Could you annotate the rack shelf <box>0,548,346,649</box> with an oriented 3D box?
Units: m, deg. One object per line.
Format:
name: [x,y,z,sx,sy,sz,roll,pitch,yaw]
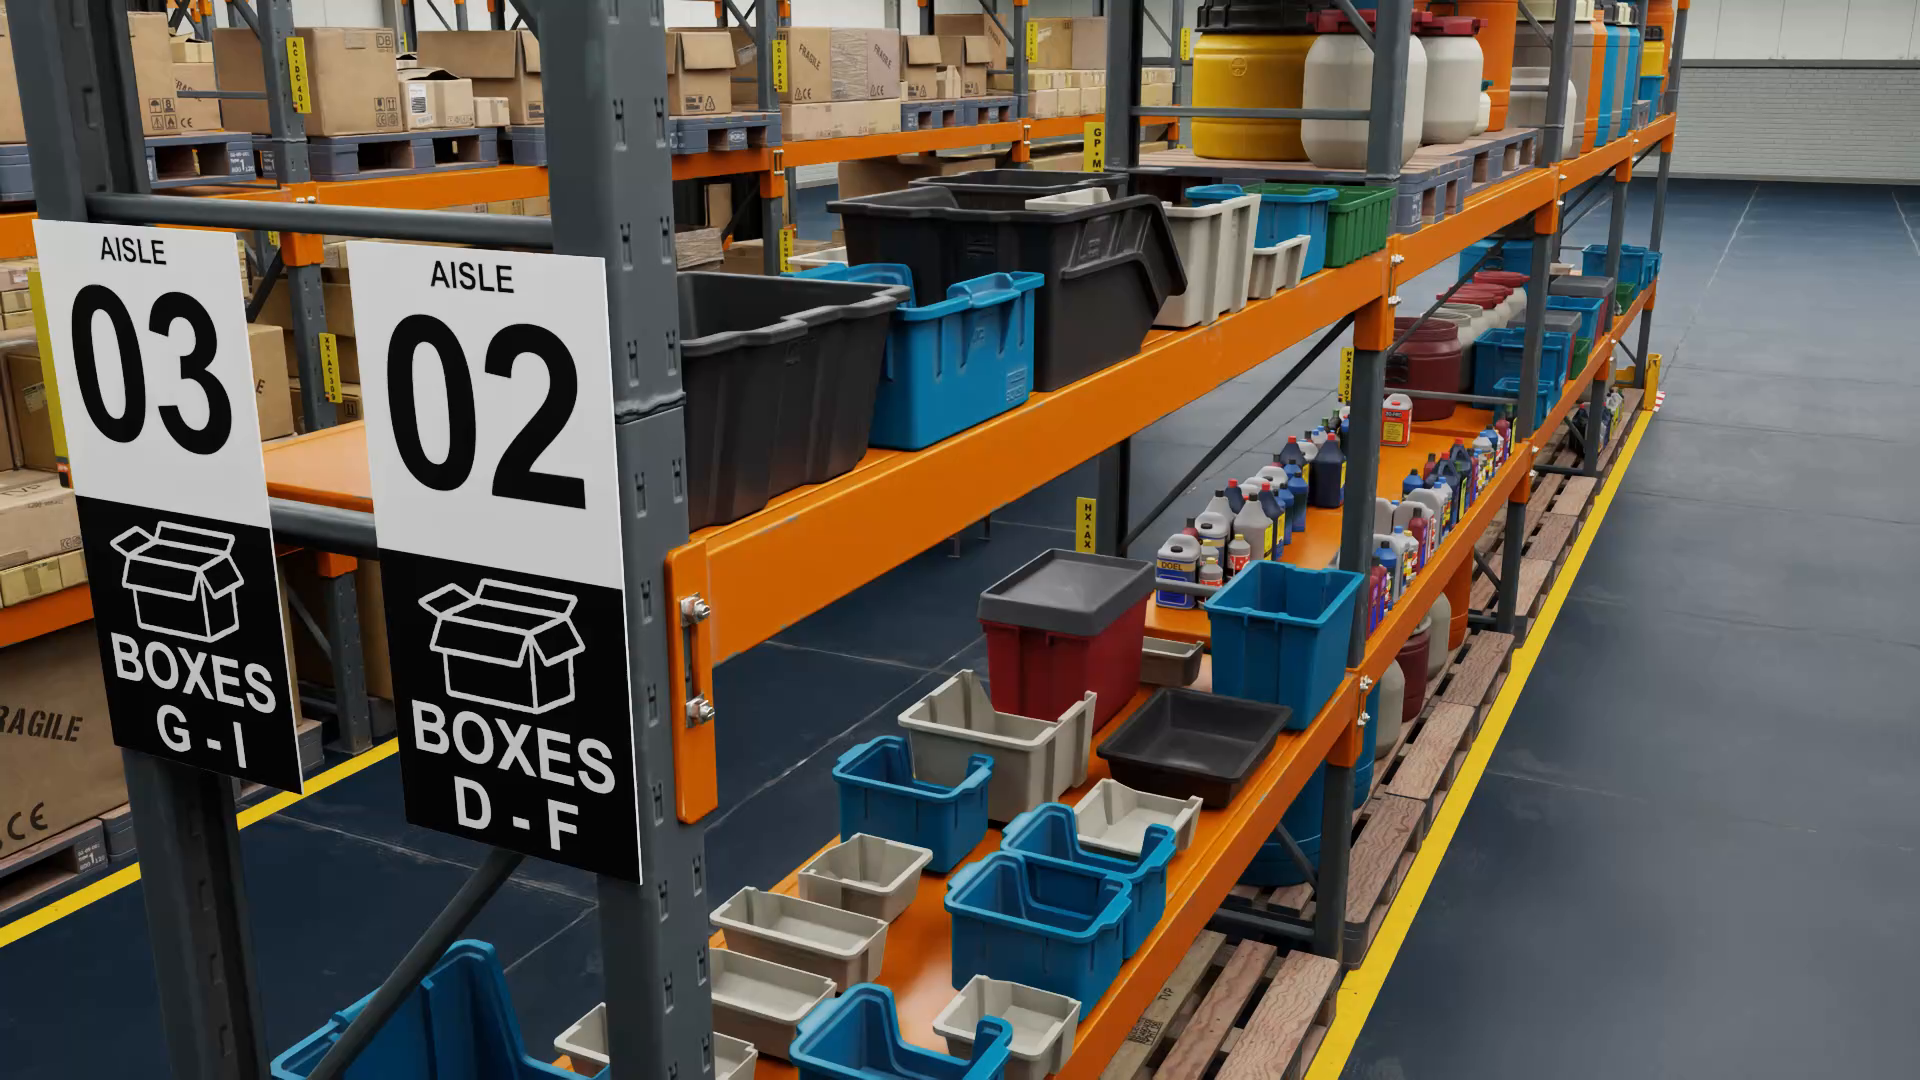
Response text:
rack shelf: [-4.350,0.429,6.575,1.077,0.370,4.000,8,18,25]

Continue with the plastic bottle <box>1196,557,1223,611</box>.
plastic bottle: [0.981,0.170,6.533,0.097,0.201,0.097,0,17,0]

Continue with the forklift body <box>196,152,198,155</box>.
forklift body: [-10.617,-4.251,22.560,2.313,2.155,1.214,8,18,25]

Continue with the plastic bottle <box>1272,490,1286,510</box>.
plastic bottle: [1.370,-0.085,7.269,0.097,0.271,0.097,0,17,0]

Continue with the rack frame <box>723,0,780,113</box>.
rack frame: [-1.669,-4.320,10.764,1.000,3.000,0.127,8,18,25]

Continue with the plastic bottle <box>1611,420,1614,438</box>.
plastic bottle: [5.513,-0.972,14.172,0.097,0.201,0.097,0,17,0]

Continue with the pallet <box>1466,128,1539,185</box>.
pallet: [2.333,-1.979,8.482,1.003,0.211,1.213,8,18,25]

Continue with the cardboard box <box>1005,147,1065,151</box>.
cardboard box: [0.746,-3.664,16.638,0.500,0.500,0.500,8,18,25]

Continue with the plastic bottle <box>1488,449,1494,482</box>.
plastic bottle: [2.661,-0.401,8.456,0.097,0.201,0.097,0,17,0]

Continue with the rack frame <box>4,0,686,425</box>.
rack frame: [-0.813,-1.652,1.782,1.000,3.000,0.127,8,18,25]

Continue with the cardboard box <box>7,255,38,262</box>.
cardboard box: [-7.027,-2.039,12.279,0.380,0.149,0.250,9,19,27]

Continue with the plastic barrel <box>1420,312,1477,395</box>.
plastic barrel: [3.030,-1.157,10.454,0.421,0.512,0.421,0,17,0]

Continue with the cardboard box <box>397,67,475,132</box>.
cardboard box: [-2.886,-2.290,8.616,0.500,0.311,0.500,7,18,23]

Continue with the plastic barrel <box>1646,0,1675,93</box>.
plastic barrel: [6.233,-4.557,15.338,0.600,0.830,0.708,8,18,25]

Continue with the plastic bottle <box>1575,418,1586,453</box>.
plastic bottle: [5.108,-0.866,13.671,0.061,0.283,0.133,8,18,25]

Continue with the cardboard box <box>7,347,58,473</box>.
cardboard box: [-3.650,-0.577,7.123,0.500,0.500,0.500,8,18,26]

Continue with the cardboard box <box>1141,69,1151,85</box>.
cardboard box: [1.724,-4.727,16.965,0.380,0.149,0.250,8,18,26]

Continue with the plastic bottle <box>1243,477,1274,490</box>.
plastic bottle: [1.310,-0.133,7.422,0.152,0.276,0.135,8,18,25]

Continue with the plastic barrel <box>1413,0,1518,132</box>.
plastic barrel: [2.506,-2.515,8.463,0.600,0.830,0.708,8,18,25]

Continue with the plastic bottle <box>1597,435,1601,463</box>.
plastic bottle: [5.084,-0.761,13.338,0.097,0.271,0.097,0,17,0]

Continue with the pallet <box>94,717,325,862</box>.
pallet: [-3.866,1.095,7.966,1.003,0.211,1.213,8,18,25]

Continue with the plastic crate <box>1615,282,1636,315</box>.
plastic crate: [5.408,-2.041,14.000,0.450,0.188,0.662,8,18,25]

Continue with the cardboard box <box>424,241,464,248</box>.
cardboard box: [-4.944,-2.614,15.380,0.500,0.500,0.500,8,18,25]

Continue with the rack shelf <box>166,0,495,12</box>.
rack shelf: [-5.168,-4.950,14.850,1.077,0.370,4.000,8,18,25]

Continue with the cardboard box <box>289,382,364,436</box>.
cardboard box: [-3.027,-0.559,8.461,0.500,0.500,0.500,8,18,26]

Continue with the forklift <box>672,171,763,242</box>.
forklift: [-2.439,-2.317,14.676,3.031,2.935,1.130,14,21,38]

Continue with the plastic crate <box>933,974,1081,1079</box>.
plastic crate: [0.113,1.056,3.557,0.250,0.136,0.298,8,18,25]

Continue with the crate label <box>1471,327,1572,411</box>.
crate label: [3.448,-1.050,10.228,0.502,0.435,0.616,8,18,25]

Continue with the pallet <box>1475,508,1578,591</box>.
pallet: [3.689,0.021,11.584,1.003,0.211,1.213,8,18,25]

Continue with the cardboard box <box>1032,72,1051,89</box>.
cardboard box: [0.597,-4.140,14.990,0.380,0.149,0.250,7,18,23]

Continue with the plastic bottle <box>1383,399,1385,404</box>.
plastic bottle: [2.279,-0.685,9.282,0.152,0.276,0.135,8,18,25]

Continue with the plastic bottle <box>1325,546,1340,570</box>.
plastic bottle: [1.440,0.170,6.271,0.144,0.351,0.185,8,18,25]

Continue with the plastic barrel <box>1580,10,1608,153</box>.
plastic barrel: [3.615,-2.806,10.181,0.600,0.830,0.708,8,18,25]

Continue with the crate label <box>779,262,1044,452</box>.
crate label: [-0.111,-0.337,2.883,0.408,0.251,0.502,8,18,25]

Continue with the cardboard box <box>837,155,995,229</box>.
cardboard box: [-0.362,-2.767,14.282,1.000,1.000,1.000,8,18,26]

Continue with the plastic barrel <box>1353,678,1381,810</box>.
plastic barrel: [1.549,0.693,7.372,0.600,0.901,0.708,8,18,25]

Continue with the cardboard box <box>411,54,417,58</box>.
cardboard box: [-4.860,-4.290,15.174,0.500,0.311,0.500,7,18,23]

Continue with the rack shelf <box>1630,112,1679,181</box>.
rack shelf: [5.443,-3.435,14.317,1.077,0.370,4.000,8,18,25]

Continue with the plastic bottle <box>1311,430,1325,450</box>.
plastic bottle: [1.790,-0.422,8.402,0.097,0.271,0.097,0,17,0]

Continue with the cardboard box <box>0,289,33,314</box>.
cardboard box: [-6.679,-1.682,11.601,0.380,0.149,0.250,8,18,24]

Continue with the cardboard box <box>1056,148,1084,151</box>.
cardboard box: [1.206,-3.599,16.418,0.500,0.500,0.500,8,18,25]

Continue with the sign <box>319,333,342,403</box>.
sign: [-2.959,-0.808,7.817,0.100,0.325,0.005,8,18,25]

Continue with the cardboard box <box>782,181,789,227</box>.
cardboard box: [-2.612,-4.110,20.331,0.875,0.550,0.550,8,18,25]

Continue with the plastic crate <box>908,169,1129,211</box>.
plastic crate: [0.174,-0.889,4.710,0.497,0.269,0.590,8,18,25]

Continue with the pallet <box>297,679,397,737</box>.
pallet: [-3.179,0.705,9.279,1.003,0.211,1.213,8,18,25]

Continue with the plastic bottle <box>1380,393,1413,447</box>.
plastic bottle: [2.415,-0.666,9.216,0.152,0.276,0.135,8,18,25]

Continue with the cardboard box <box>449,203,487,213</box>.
cardboard box: [-4.945,-3.260,15.800,0.700,0.500,0.500,8,18,26]

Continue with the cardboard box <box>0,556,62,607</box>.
cardboard box: [-3.874,0.142,6.720,0.380,0.149,0.250,8,18,24]

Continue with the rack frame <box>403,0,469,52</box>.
rack frame: [-6.960,-7.618,21.870,1.000,3.000,0.127,8,18,25]

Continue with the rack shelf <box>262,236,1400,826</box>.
rack shelf: [0.081,-0.379,4.026,1.077,0.370,4.000,8,18,25]

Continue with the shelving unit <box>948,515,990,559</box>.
shelving unit: [-0.074,-0.964,11.583,0.431,2.100,0.503,8,18,25]

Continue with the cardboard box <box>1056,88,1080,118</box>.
cardboard box: [0.780,-4.046,15.375,0.500,0.250,0.500,8,18,25]

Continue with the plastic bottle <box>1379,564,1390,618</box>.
plastic bottle: [1.615,0.195,6.447,0.097,0.201,0.097,0,17,0]

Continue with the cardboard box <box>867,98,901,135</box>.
cardboard box: [-0.781,-3.160,12.391,0.500,0.250,0.500,9,19,27]

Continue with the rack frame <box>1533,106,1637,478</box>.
rack frame: [4.549,-1.833,12.927,1.000,3.000,0.127,8,18,25]

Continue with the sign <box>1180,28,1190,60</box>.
sign: [2.393,-5.268,17.671,0.100,0.325,0.005,8,18,25]
